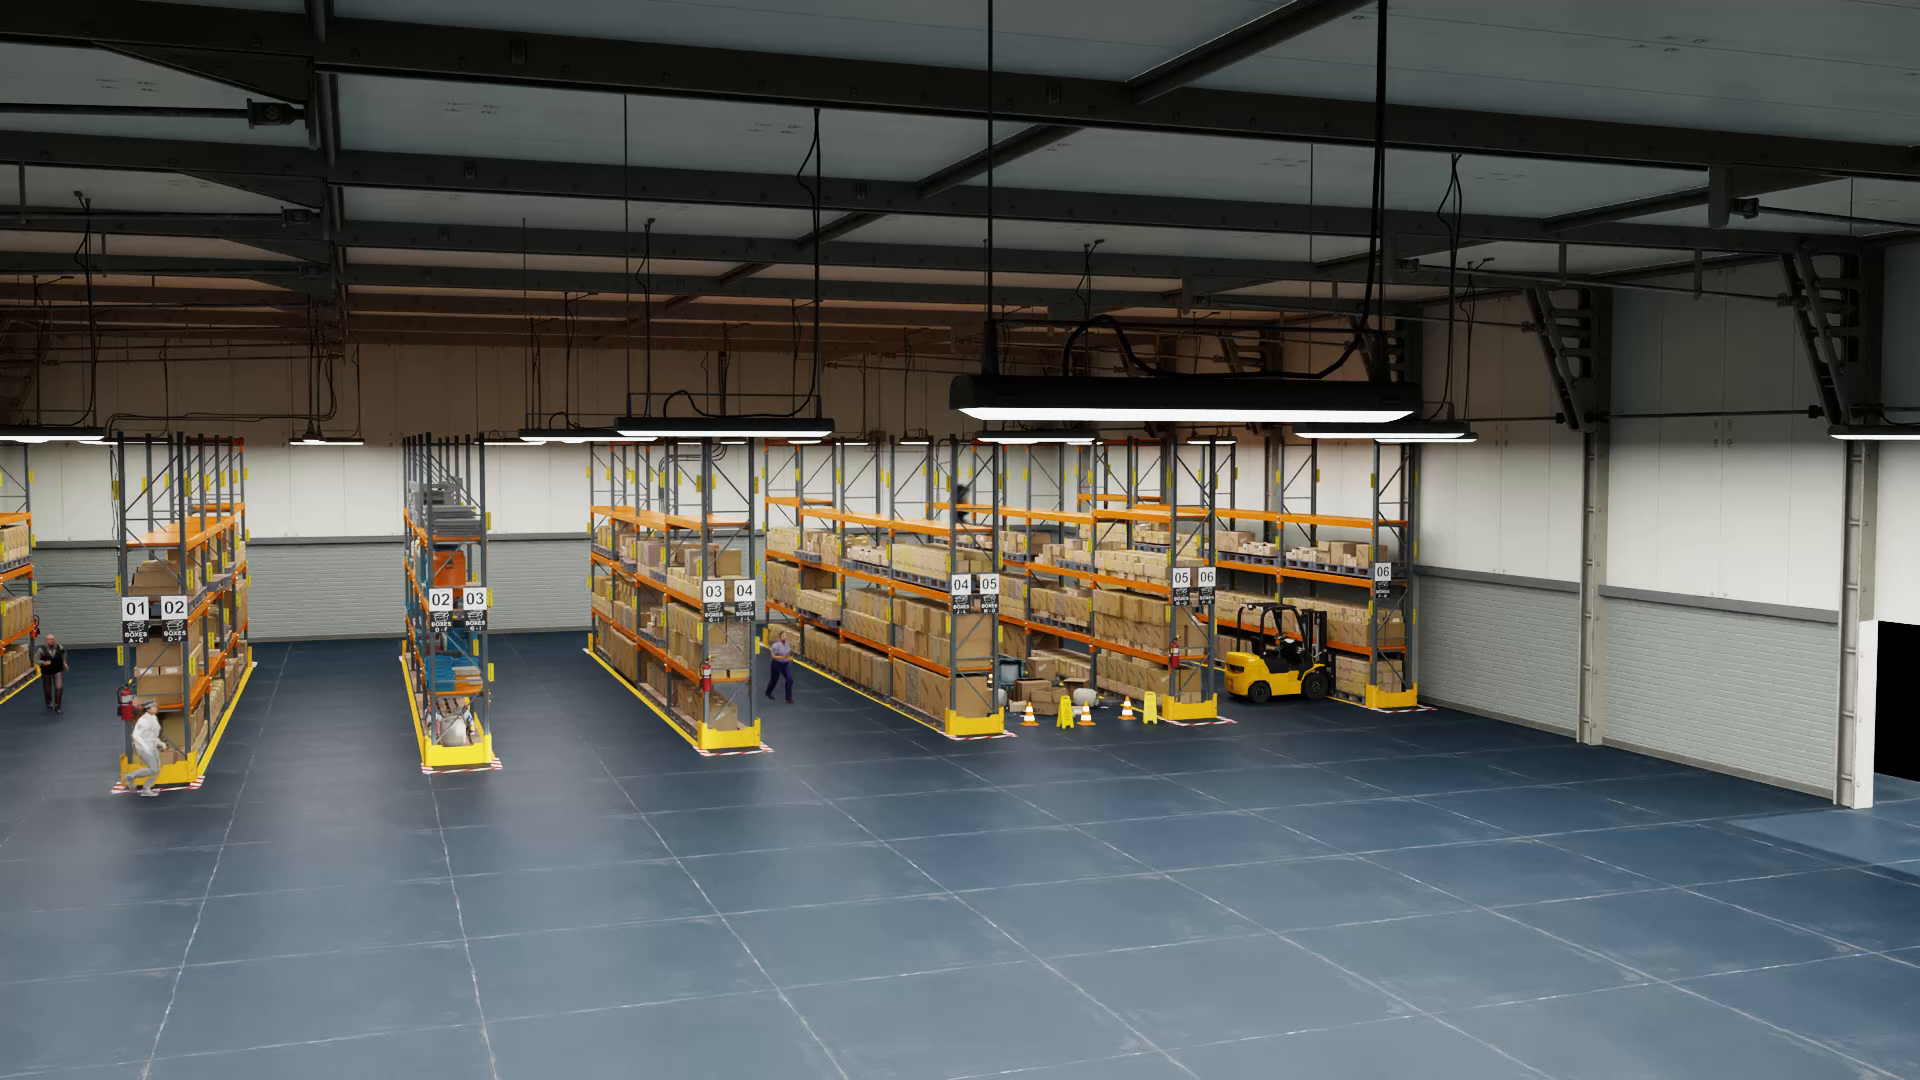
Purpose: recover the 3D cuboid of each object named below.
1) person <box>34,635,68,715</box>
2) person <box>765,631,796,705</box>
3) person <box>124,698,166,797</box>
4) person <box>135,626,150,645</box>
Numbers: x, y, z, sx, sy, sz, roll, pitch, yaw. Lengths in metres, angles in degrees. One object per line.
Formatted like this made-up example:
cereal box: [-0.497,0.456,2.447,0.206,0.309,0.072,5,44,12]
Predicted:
person: [-19.606,2.880,35.881,0.658,1.707,0.985,-2,4,-34]
person: [-4.051,2.846,37.314,0.611,1.638,0.954,-3,4,-40]
person: [-13.365,3.402,27.251,0.564,1.632,0.608,0,3,1]
person: [-19.783,2.634,40.354,0.704,1.731,0.793,-2,4,-29]
